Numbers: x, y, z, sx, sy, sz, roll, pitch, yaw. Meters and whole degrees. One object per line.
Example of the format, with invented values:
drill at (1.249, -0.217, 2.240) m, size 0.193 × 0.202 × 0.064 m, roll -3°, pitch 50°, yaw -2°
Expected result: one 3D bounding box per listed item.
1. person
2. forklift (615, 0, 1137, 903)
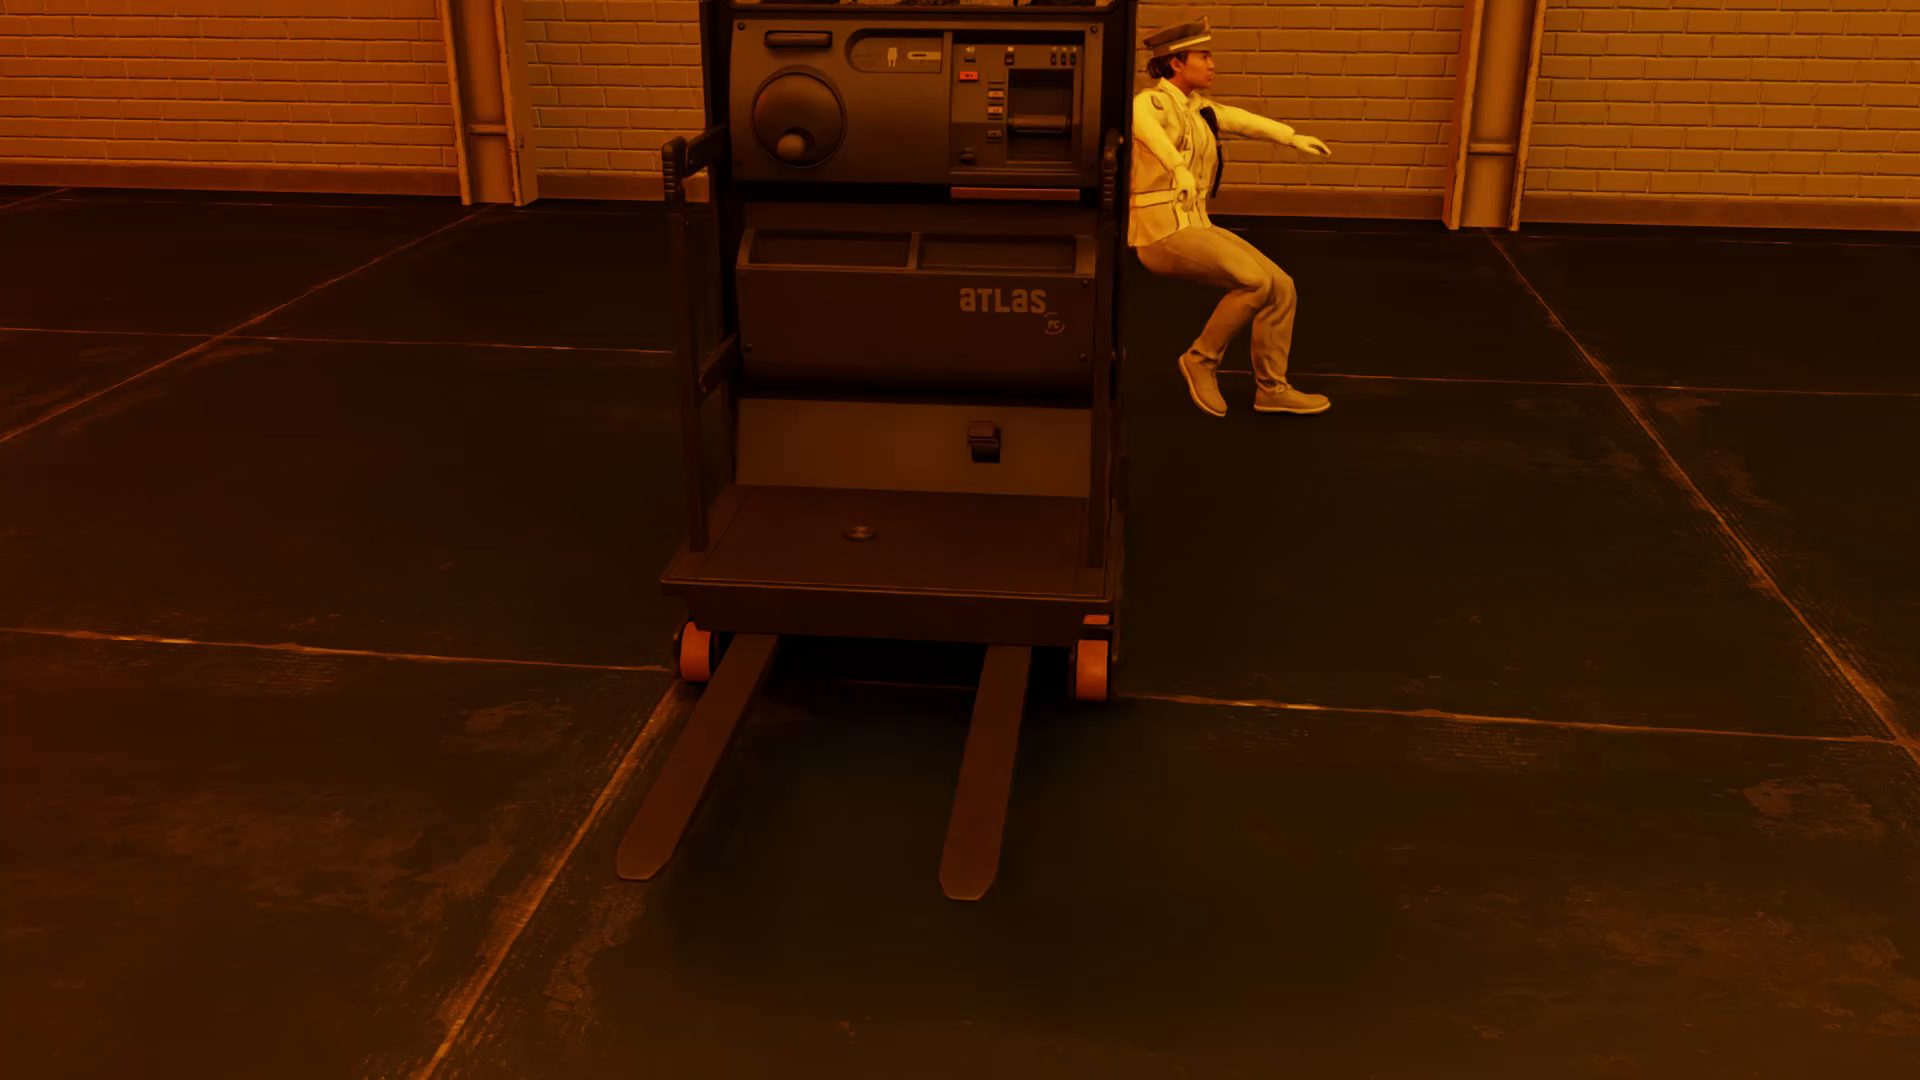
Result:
person at (0.991, -1.155, 6.082) m, size 0.767 × 1.456 × 1.041 m, roll 10°, pitch 24°, yaw 23°
forklift at (-0.132, -1.083, 3.944) m, size 1.130 × 2.935 × 3.031 m, roll 2°, pitch 22°, yaw 6°
